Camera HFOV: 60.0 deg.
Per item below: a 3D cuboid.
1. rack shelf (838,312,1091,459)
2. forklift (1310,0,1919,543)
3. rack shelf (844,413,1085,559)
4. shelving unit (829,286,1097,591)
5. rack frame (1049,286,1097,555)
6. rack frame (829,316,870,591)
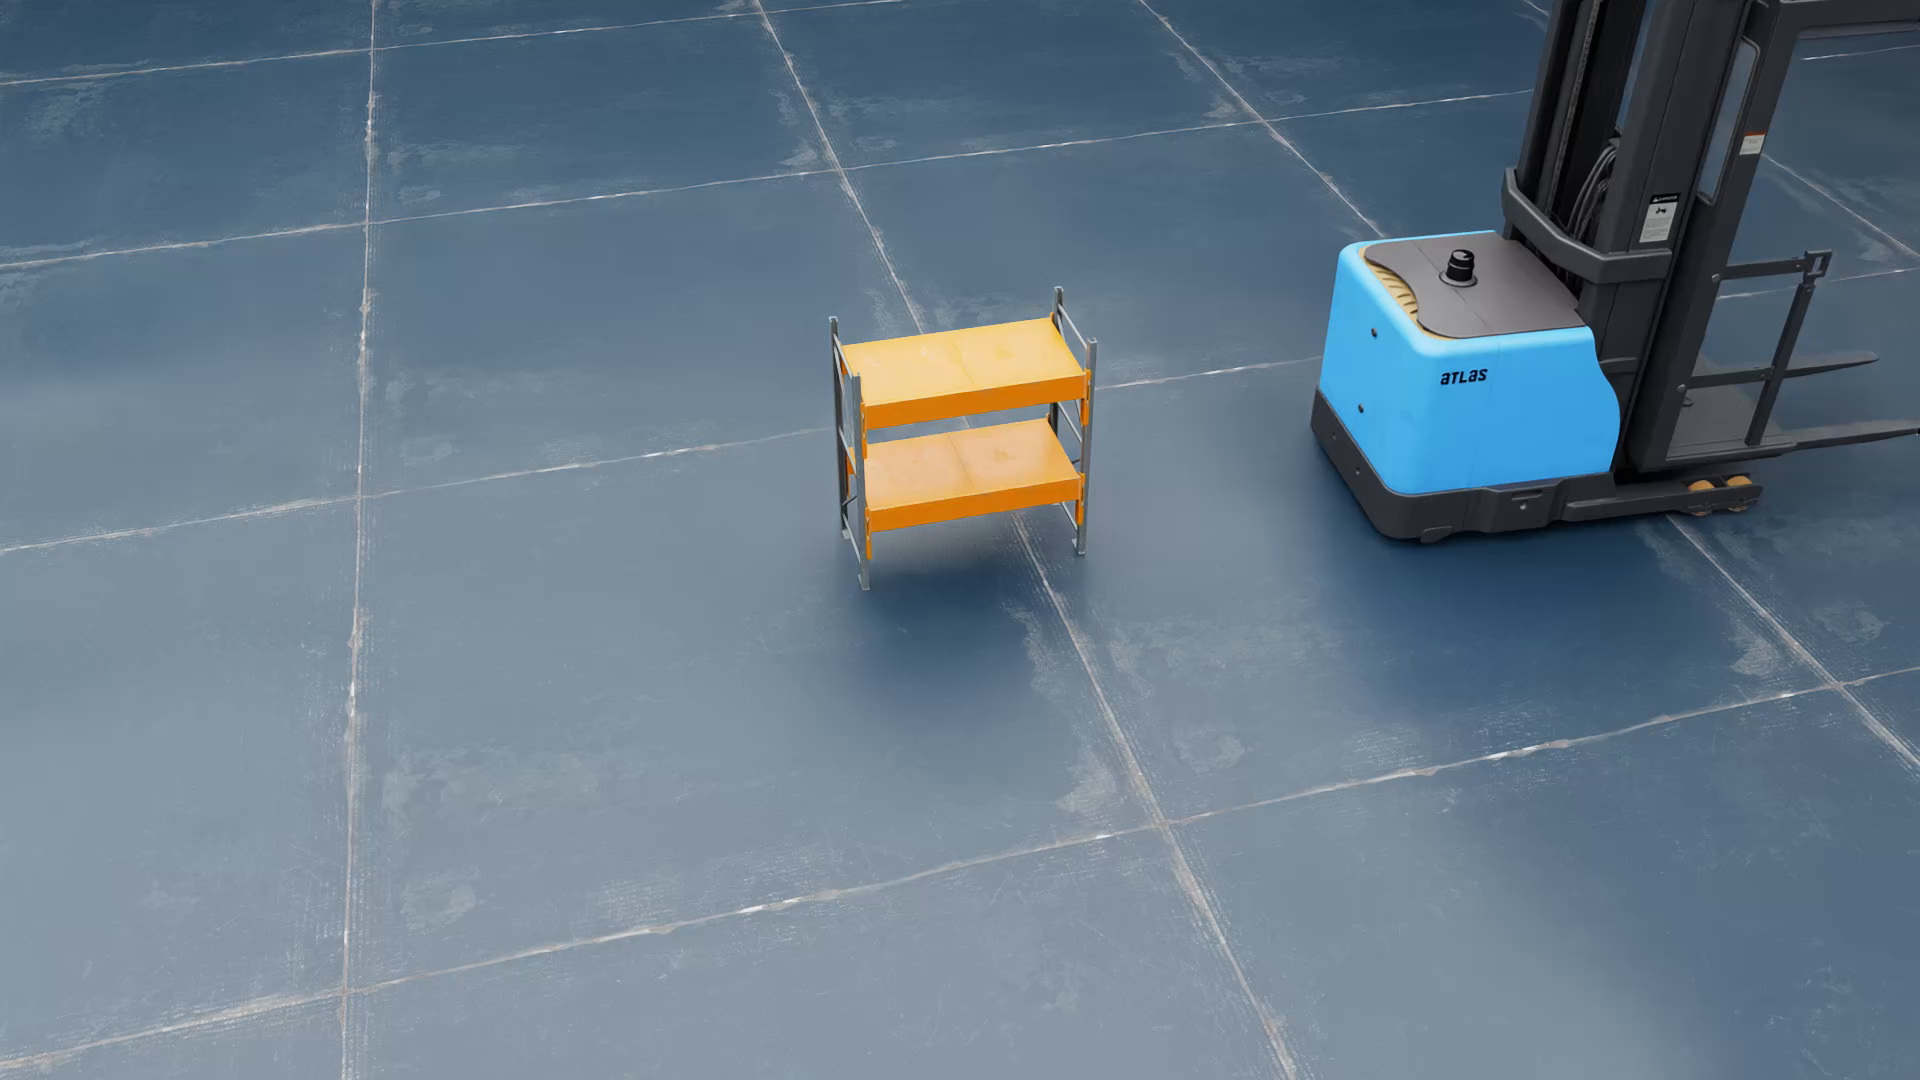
[{"bbox_3d":[0.007,-0.680,7.232,1.000,0.278,0.538,-9,38,-12],"label":"rack shelf"},{"bbox_3d":[3.333,-1.589,7.415,3.031,2.935,1.130,-7,38,-9],"label":"forklift"},{"bbox_3d":[0.007,-0.254,7.558,1.000,0.278,0.538,-9,38,-12],"label":"rack shelf"},{"bbox_3d":[0.007,-0.448,7.410,1.048,1.125,0.538,-9,38,-12],"label":"shelving unit"},{"bbox_3d":[0.497,-0.528,7.515,0.032,1.125,0.500,-9,38,-12],"label":"rack frame"},{"bbox_3d":[-0.484,-0.367,7.304,0.032,1.125,0.500,-9,38,-12],"label":"rack frame"}]
